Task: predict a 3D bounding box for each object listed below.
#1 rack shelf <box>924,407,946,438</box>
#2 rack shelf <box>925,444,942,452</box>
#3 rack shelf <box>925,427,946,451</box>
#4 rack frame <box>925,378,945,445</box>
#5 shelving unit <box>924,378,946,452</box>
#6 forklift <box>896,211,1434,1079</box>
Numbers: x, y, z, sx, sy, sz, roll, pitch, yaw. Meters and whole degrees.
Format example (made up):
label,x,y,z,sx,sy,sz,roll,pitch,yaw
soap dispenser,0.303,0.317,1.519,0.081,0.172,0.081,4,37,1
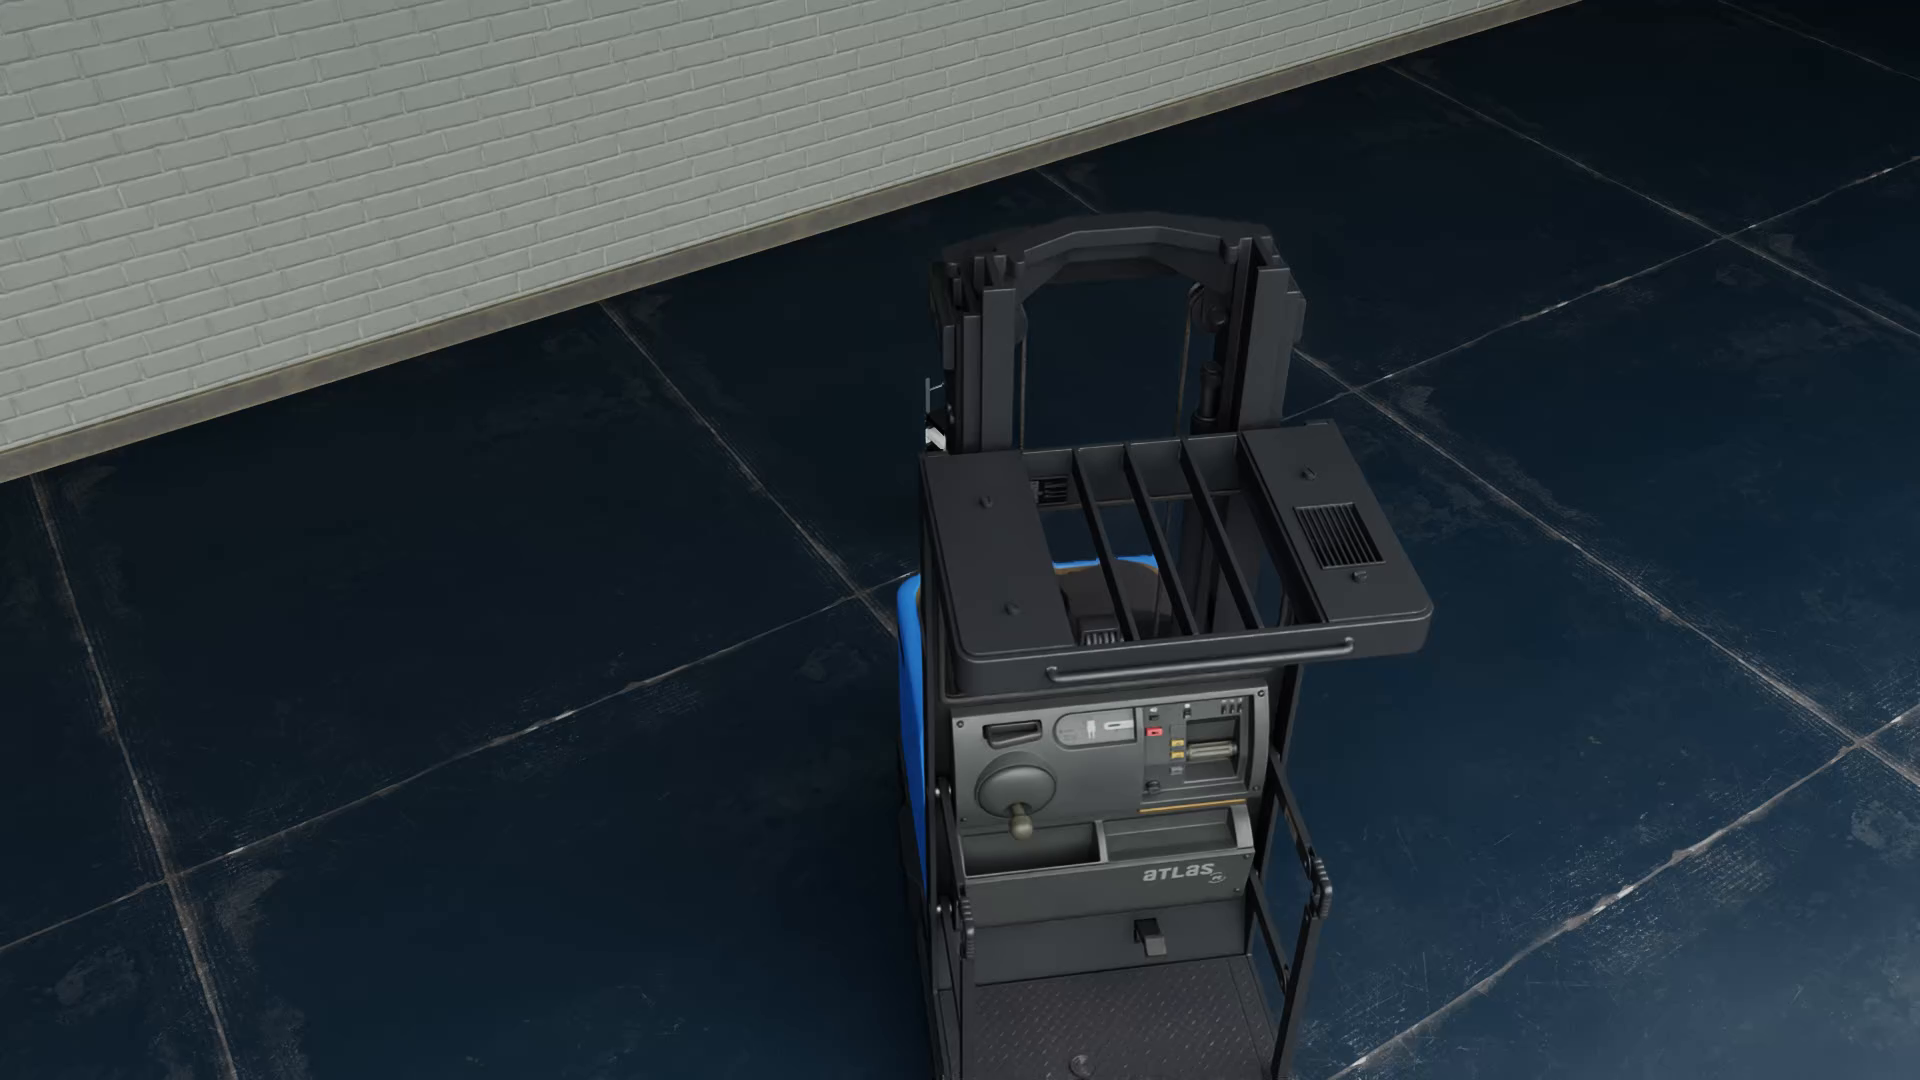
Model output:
label,x,y,z,sx,sy,sz,roll,pitch,yaw
rack shelf,0.004,-0.523,7.366,0.258,0.077,0.200,-22,45,-24
rack shelf,0.004,-0.385,7.481,0.258,0.077,0.200,-22,45,-24
rack shelf,0.004,-0.454,7.423,0.258,0.077,0.200,-22,45,-24
rack frame,-0.050,-0.396,7.583,0.240,0.900,0.006,-22,45,-24
shelving unit,0.004,-0.341,7.517,0.258,0.900,0.210,-22,45,-24
forklift,0.472,0.715,4.663,1.130,2.935,3.031,-5,40,-6
